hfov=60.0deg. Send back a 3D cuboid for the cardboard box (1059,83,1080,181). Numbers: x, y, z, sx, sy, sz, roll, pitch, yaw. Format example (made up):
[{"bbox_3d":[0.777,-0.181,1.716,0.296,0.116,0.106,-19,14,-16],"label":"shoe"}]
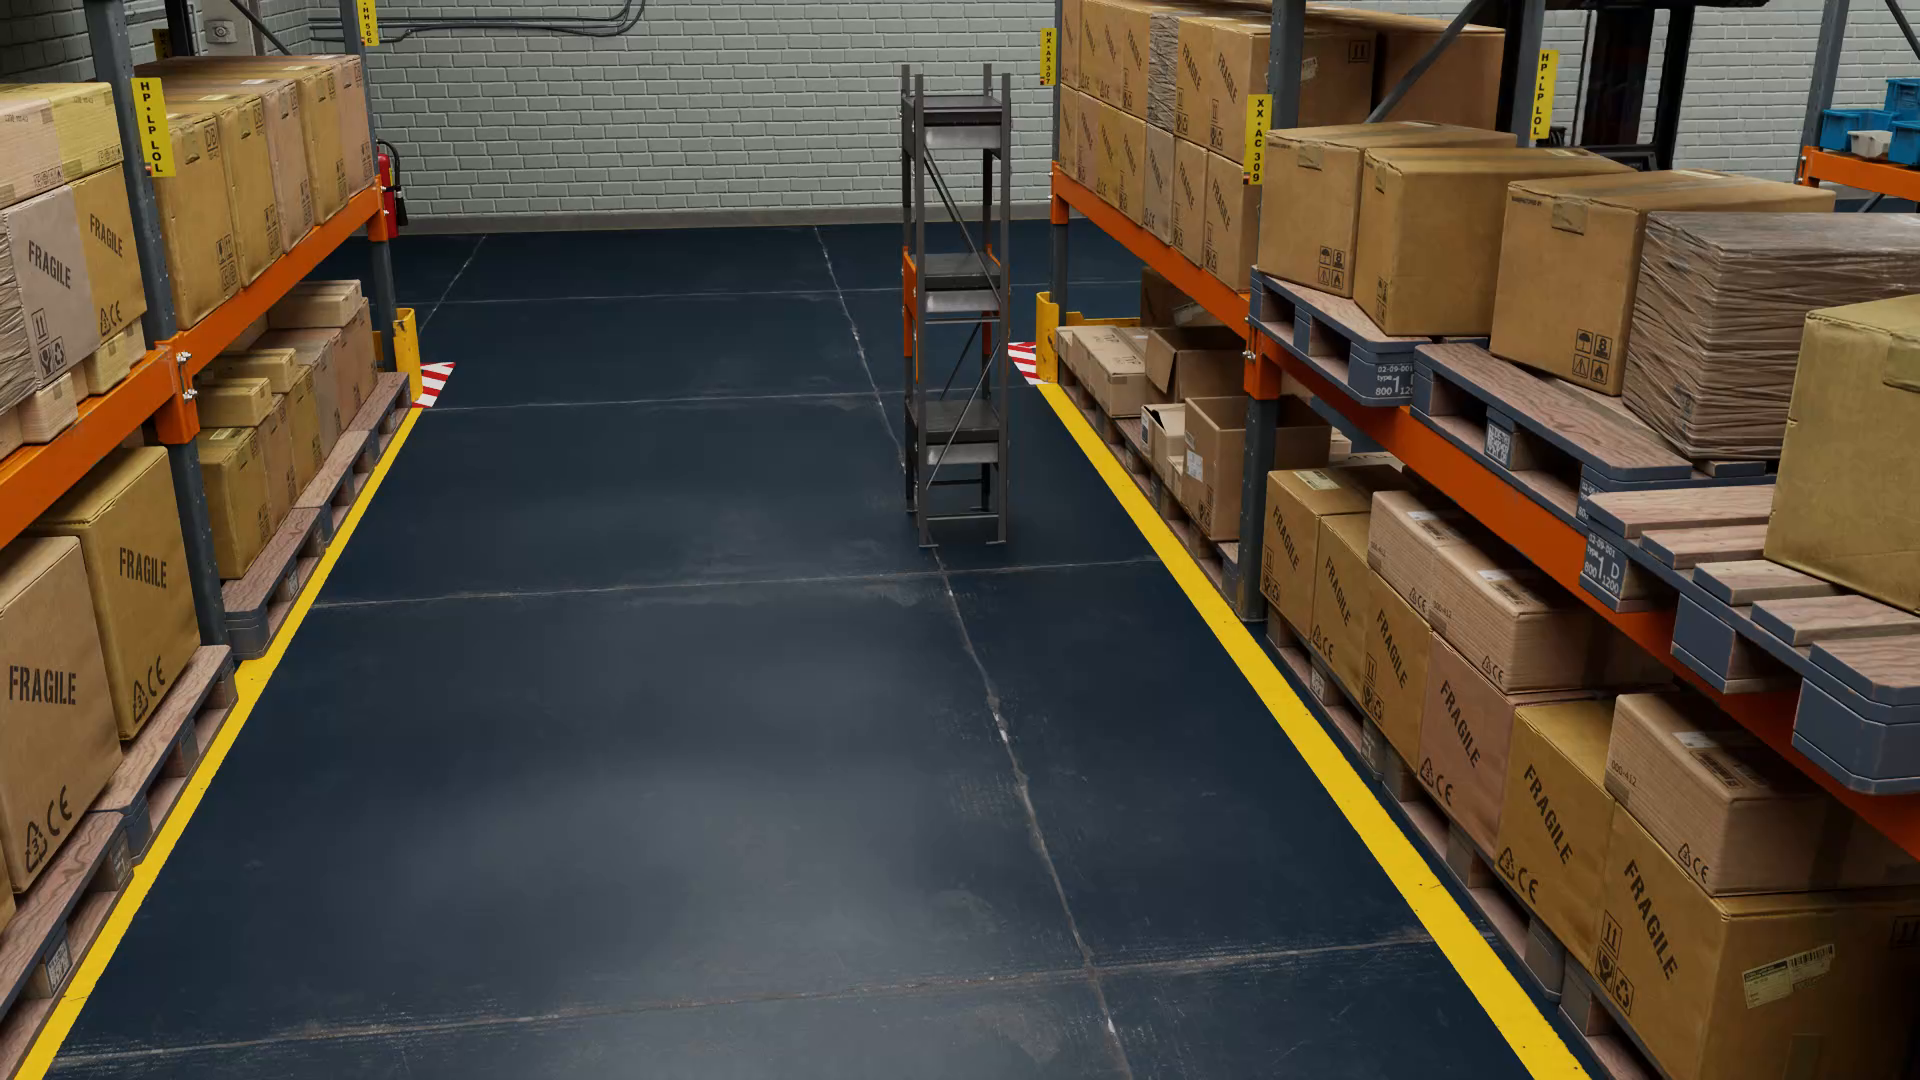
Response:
[{"bbox_3d":[0.867,-2.371,9.635,0.500,0.500,0.500,-2,21,-7],"label":"cardboard box"}]

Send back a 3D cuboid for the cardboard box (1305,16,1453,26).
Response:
[{"bbox_3d":[1.776,-1.978,7.152,0.500,0.500,0.500,-4,21,-9],"label":"cardboard box"}]

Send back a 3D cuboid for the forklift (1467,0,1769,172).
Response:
[{"bbox_3d":[3.146,-1.748,8.207,1.130,2.935,3.031,-4,21,-11],"label":"forklift"}]

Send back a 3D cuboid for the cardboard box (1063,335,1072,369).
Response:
[{"bbox_3d":[0.820,-1.121,9.852,0.380,0.166,0.250,-3,21,-8],"label":"cardboard box"}]

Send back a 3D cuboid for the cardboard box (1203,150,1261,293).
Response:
[{"bbox_3d":[1.315,-1.313,6.803,0.500,0.500,0.500,-3,21,-7],"label":"cardboard box"}]

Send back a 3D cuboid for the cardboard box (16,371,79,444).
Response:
[{"bbox_3d":[-2.783,-0.378,4.770,0.380,0.149,0.250,-3,21,-8],"label":"cardboard box"}]

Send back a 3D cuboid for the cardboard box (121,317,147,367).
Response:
[{"bbox_3d":[-2.932,-0.644,5.484,0.380,0.149,0.250,-3,21,-7],"label":"cardboard box"}]

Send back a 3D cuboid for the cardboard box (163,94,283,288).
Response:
[{"bbox_3d":[-3.423,-1.438,6.849,0.980,0.700,0.700,-3,21,-9],"label":"cardboard box"}]

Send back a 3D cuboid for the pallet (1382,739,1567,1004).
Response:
[{"bbox_3d":[1.974,0.903,4.997,1.003,0.211,1.213,-3,21,-8],"label":"pallet"}]

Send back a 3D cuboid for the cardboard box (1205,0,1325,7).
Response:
[{"bbox_3d":[1.553,-2.512,8.583,0.500,0.500,0.500,-2,21,-6],"label":"cardboard box"}]

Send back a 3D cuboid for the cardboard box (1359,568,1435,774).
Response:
[{"bbox_3d":[1.622,0.396,5.313,0.500,0.500,0.500,-3,21,-7],"label":"cardboard box"}]

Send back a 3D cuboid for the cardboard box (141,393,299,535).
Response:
[{"bbox_3d":[-3.336,-0.319,7.256,0.700,0.500,0.500,-3,21,-8],"label":"cardboard box"}]

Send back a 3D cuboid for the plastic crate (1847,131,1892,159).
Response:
[{"bbox_3d":[5.640,-2.427,10.219,0.250,0.136,0.298,-3,21,-8],"label":"plastic crate"}]

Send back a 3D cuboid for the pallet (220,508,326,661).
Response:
[{"bbox_3d":[-3.293,0.184,6.923,1.003,0.211,1.213,-3,21,-8],"label":"pallet"}]

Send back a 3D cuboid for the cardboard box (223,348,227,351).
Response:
[{"bbox_3d":[-3.633,-0.839,7.721,0.380,0.149,0.250,-3,21,-9],"label":"cardboard box"}]

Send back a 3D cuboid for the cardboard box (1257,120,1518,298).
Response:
[{"bbox_3d":[1.488,-1.175,5.831,0.700,0.500,0.500,-10,23,-26],"label":"cardboard box"}]

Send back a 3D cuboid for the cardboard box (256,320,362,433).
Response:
[{"bbox_3d":[-3.565,-0.855,8.692,0.700,0.500,0.500,-3,21,-8],"label":"cardboard box"}]

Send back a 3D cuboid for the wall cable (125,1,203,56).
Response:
[{"bbox_3d":[-4.958,-3.112,10.309,0.084,1.984,1.851,-3,21,-8],"label":"wall cable"}]

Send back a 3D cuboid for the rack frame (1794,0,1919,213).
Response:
[{"bbox_3d":[5.966,-2.740,10.765,1.000,3.000,0.127,-3,21,-8],"label":"rack frame"}]

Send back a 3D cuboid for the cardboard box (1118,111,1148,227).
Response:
[{"bbox_3d":[1.087,-1.846,8.228,0.500,0.500,0.500,-3,21,-7],"label":"cardboard box"}]

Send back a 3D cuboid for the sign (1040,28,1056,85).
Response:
[{"bbox_3d":[0.527,-2.870,9.875,0.100,0.325,0.005,-3,21,-8],"label":"sign"}]

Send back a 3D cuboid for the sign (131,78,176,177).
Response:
[{"bbox_3d":[-2.725,-1.391,5.613,0.100,0.325,0.005,-3,21,-8],"label":"sign"}]

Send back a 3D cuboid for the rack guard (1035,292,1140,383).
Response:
[{"bbox_3d":[1.075,-1.294,10.466,1.175,0.500,0.348,-3,21,-8],"label":"rack guard"}]

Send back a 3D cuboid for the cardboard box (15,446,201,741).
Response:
[{"bbox_3d":[-3.038,0.173,5.437,0.750,0.750,0.750,-3,21,-7],"label":"cardboard box"}]

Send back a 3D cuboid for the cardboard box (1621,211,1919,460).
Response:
[{"bbox_3d":[2.072,-0.504,4.035,0.700,0.500,0.500,1,20,2],"label":"cardboard box"}]

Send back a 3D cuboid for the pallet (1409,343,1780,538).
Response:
[{"bbox_3d":[1.932,-0.305,4.519,1.003,0.211,1.213,-3,21,-8],"label":"pallet"}]

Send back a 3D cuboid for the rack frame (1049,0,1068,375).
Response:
[{"bbox_3d":[1.064,-2.491,10.100,1.000,3.000,0.127,-3,21,-8],"label":"rack frame"}]

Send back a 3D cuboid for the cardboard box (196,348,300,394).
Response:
[{"bbox_3d":[-3.211,-0.758,7.503,0.380,0.149,0.250,-4,21,-9],"label":"cardboard box"}]

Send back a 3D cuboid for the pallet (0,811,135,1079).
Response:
[{"bbox_3d":[-2.896,1.138,4.369,1.003,0.211,1.213,-3,21,-8],"label":"pallet"}]

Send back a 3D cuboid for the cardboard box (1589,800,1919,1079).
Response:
[{"bbox_3d":[1.850,0.931,3.879,0.500,0.500,0.500,-2,21,-6],"label":"cardboard box"}]

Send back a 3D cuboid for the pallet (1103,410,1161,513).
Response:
[{"bbox_3d":[1.363,-0.461,8.650,1.003,0.211,1.213,-3,21,-8],"label":"pallet"}]

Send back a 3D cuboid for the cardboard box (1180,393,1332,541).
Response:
[{"bbox_3d":[1.278,-0.325,7.242,0.500,0.500,0.500,-3,21,-8],"label":"cardboard box"}]

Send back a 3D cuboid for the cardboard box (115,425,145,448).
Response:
[{"bbox_3d":[-3.443,-0.389,6.515,0.380,0.149,0.250,-3,21,-8],"label":"cardboard box"}]

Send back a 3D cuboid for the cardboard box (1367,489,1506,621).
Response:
[{"bbox_3d":[1.613,0.033,5.212,0.500,0.250,0.500,-3,21,-8],"label":"cardboard box"}]

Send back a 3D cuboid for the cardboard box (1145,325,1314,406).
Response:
[{"bbox_3d":[1.365,-0.793,8.492,0.797,0.503,0.637,-3,21,-8],"label":"cardboard box"}]

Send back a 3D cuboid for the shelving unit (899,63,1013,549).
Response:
[{"bbox_3d":[-0.024,-1.041,7.502,0.431,2.100,0.503,-3,21,-8],"label":"shelving unit"}]

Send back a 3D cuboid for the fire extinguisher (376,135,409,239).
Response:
[{"bbox_3d":[-3.402,-2.105,9.708,0.296,0.674,0.183,-3,21,-8],"label":"fire extinguisher"}]

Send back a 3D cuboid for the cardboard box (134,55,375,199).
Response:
[{"bbox_3d":[-3.754,-2.205,8.903,0.980,0.700,0.700,-2,21,-5],"label":"cardboard box"}]

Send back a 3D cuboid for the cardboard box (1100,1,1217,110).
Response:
[{"bbox_3d":[1.017,-2.486,8.512,0.500,0.500,0.500,-3,21,-7],"label":"cardboard box"}]

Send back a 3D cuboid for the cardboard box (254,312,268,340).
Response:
[{"bbox_3d":[-3.744,-1.104,8.429,0.380,0.149,0.250,-3,21,-7],"label":"cardboard box"}]

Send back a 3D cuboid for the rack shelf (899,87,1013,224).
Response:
[{"bbox_3d":[-0.024,-1.684,7.262,0.431,0.518,0.480,-3,21,-8],"label":"rack shelf"}]

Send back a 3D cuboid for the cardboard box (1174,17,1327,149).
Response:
[{"bbox_3d":[1.235,-1.961,7.107,0.500,0.500,0.500,-3,21,-9],"label":"cardboard box"}]

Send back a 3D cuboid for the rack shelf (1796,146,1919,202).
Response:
[{"bbox_3d":[6.255,-1.710,9.037,1.077,0.370,4.000,-3,21,-8],"label":"rack shelf"}]

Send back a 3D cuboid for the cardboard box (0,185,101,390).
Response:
[{"bbox_3d":[-2.861,-0.728,4.781,0.500,0.500,0.500,-3,21,-7],"label":"cardboard box"}]

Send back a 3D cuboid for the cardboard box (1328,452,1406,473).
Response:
[{"bbox_3d":[1.794,-0.209,7.203,0.500,0.311,0.500,-3,21,-8],"label":"cardboard box"}]
